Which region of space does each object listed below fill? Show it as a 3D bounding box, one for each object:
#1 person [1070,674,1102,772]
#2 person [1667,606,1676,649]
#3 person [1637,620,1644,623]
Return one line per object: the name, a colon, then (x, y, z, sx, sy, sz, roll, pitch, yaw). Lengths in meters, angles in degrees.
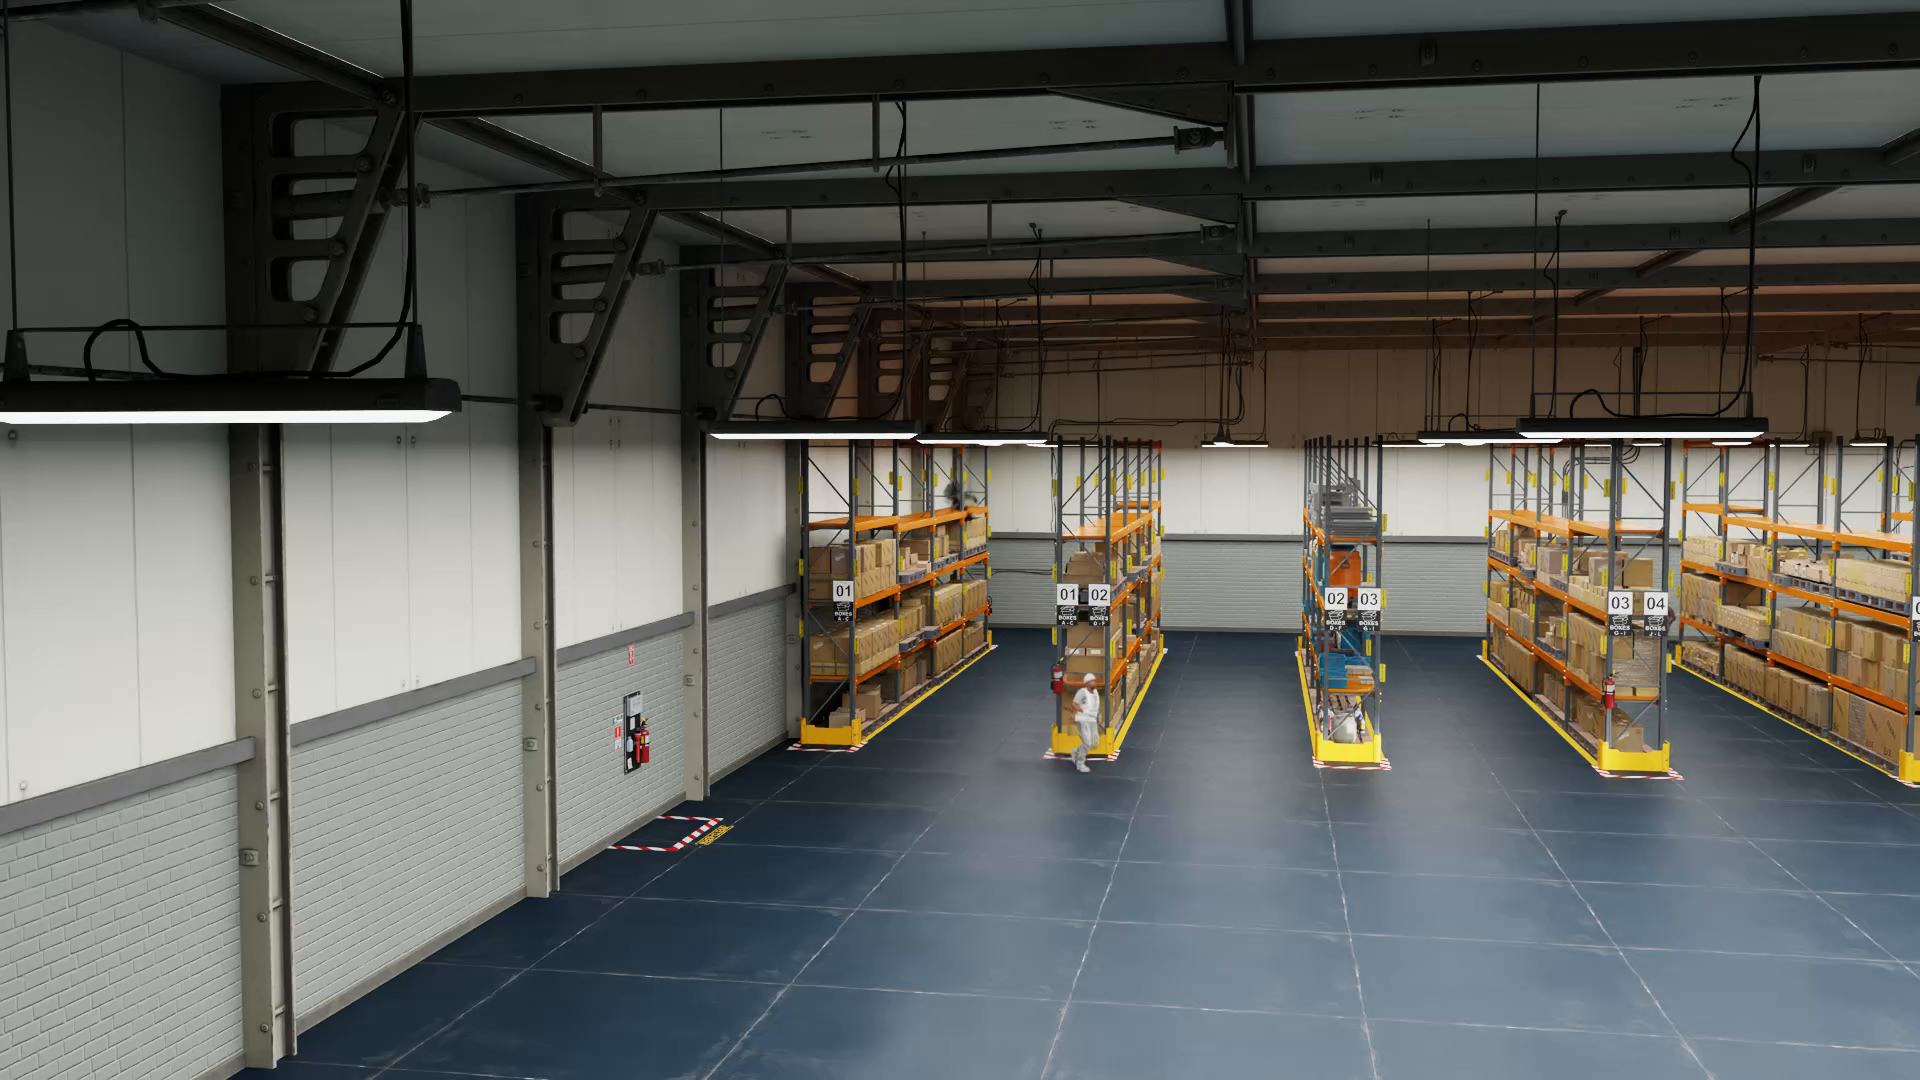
person: (2.279, 3.255, 29.809, 0.645, 1.722, 0.709, 3, 4, 43)
person: (19.274, 2.407, 45.696, 0.543, 1.714, 0.759, -1, 3, -20)
person: (17.659, 2.547, 42.885, 0.646, 1.729, 0.626, 1, 3, 13)
